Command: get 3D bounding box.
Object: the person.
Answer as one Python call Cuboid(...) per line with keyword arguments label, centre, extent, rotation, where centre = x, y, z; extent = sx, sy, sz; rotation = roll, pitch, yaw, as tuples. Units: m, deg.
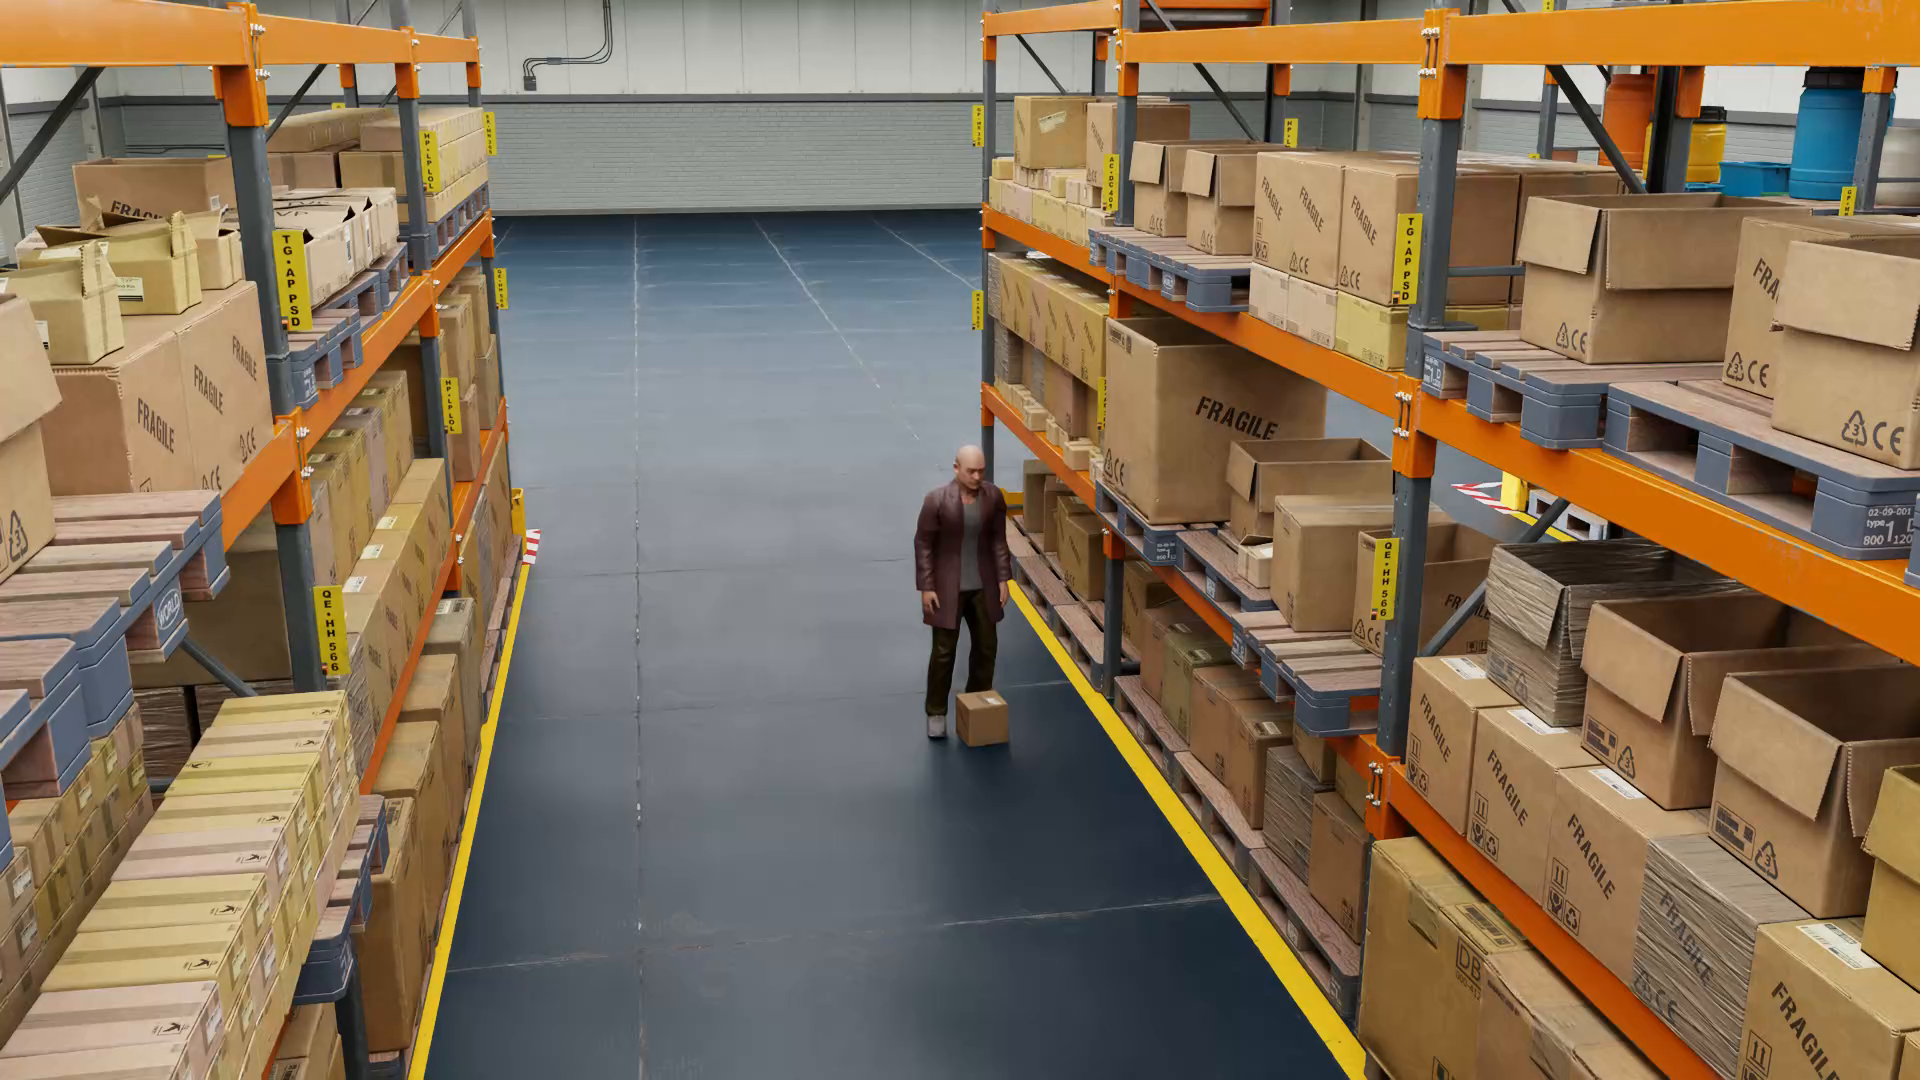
Cuboid(label="person", centre=(0.028, 0.287, 10.067), extent=(0.625, 1.773, 0.430), rotation=(-6, 17, -21))
